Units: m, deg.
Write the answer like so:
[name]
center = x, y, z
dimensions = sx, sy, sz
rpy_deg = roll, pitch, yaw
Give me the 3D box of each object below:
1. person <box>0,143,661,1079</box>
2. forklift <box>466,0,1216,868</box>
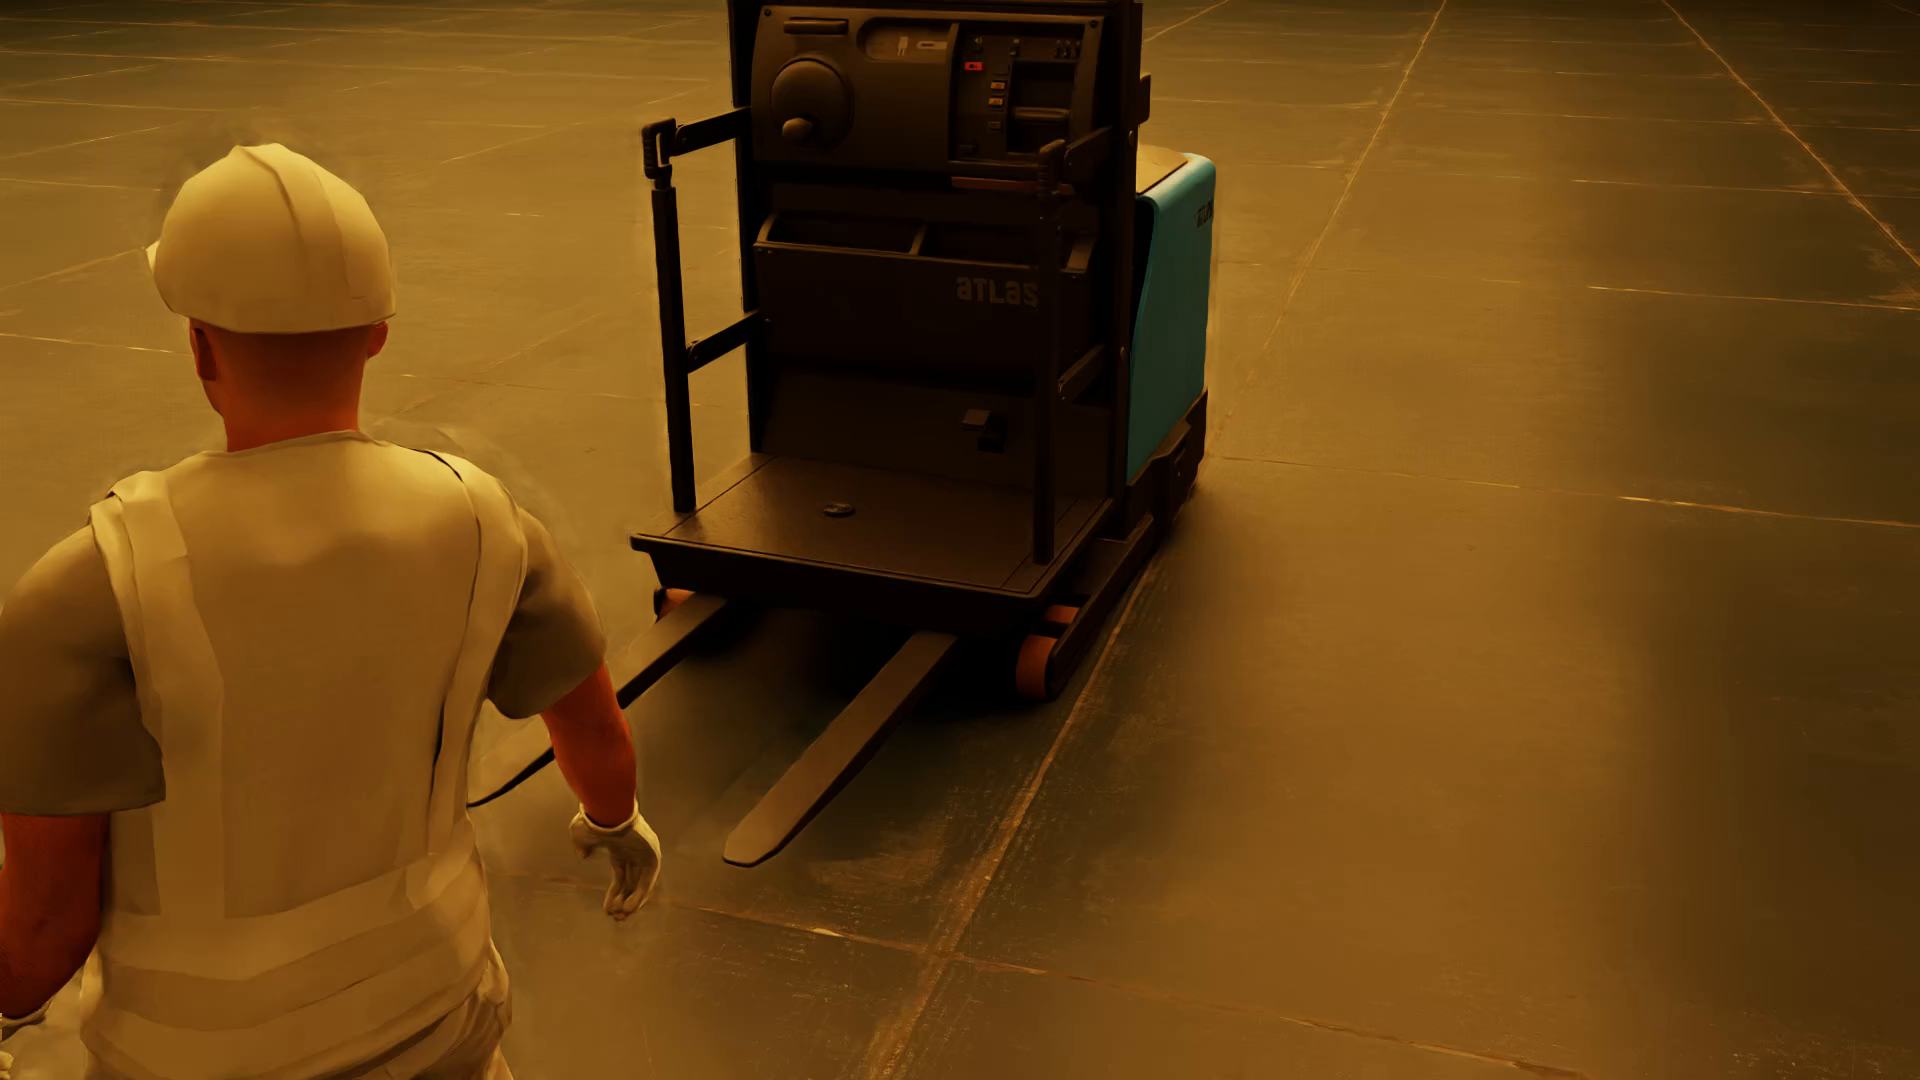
[person]
center = -0.699, 0.418, 1.876
dimensions = 0.813, 1.717, 0.507
rpy_deg = -20, 30, -40
[forklift]
center = -0.168, -1.131, 4.020
dimensions = 1.130, 2.935, 3.031
rpy_deg = 8, 24, 19
